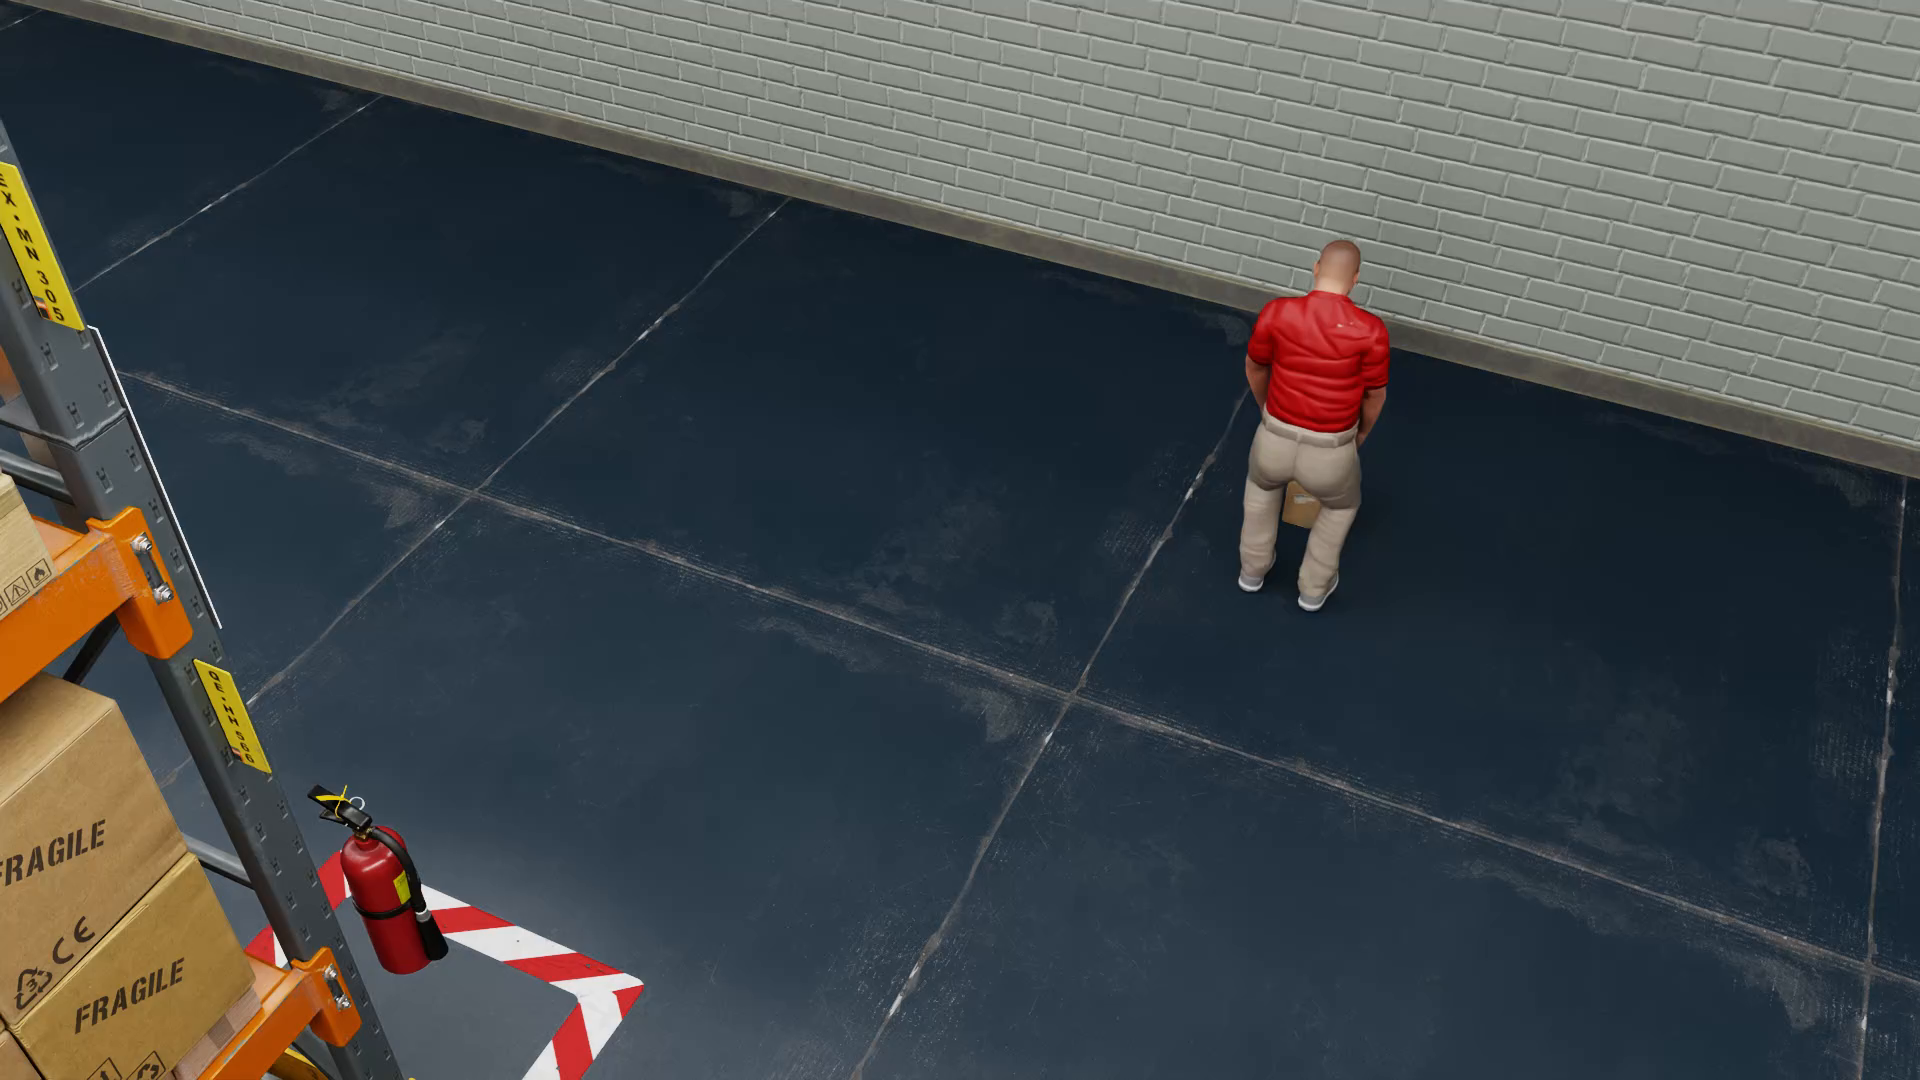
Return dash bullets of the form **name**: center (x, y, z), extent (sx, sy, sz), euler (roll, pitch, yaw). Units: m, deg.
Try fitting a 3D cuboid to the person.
- **person**: center (1.434, -0.298, 6.993), extent (0.576, 1.086, 0.839), euler (17, 45, 18)
